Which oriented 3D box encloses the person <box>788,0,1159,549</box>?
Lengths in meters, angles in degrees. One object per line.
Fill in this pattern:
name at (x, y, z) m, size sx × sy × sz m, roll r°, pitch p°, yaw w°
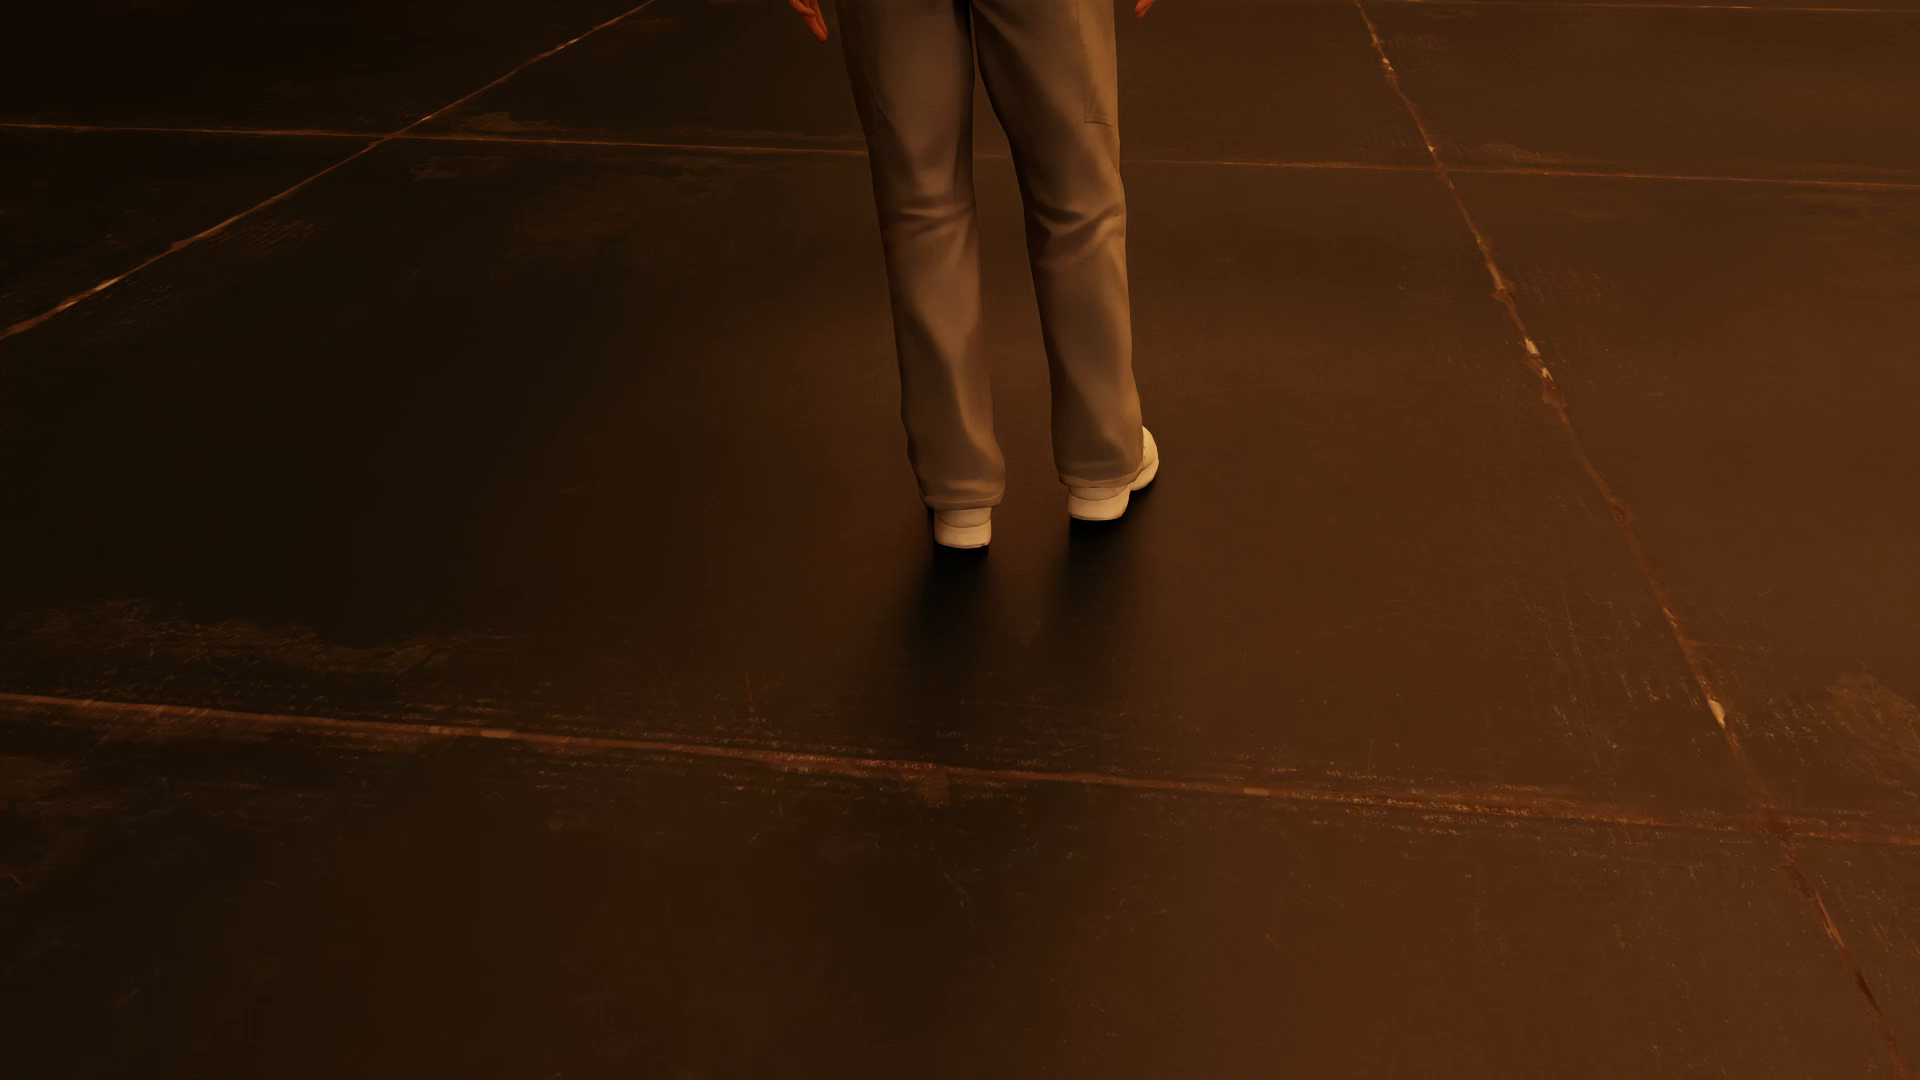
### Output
person at (0.024, -0.788, 2.187) m, size 0.549 × 1.673 × 0.548 m, roll 3°, pitch 27°, yaw 7°
